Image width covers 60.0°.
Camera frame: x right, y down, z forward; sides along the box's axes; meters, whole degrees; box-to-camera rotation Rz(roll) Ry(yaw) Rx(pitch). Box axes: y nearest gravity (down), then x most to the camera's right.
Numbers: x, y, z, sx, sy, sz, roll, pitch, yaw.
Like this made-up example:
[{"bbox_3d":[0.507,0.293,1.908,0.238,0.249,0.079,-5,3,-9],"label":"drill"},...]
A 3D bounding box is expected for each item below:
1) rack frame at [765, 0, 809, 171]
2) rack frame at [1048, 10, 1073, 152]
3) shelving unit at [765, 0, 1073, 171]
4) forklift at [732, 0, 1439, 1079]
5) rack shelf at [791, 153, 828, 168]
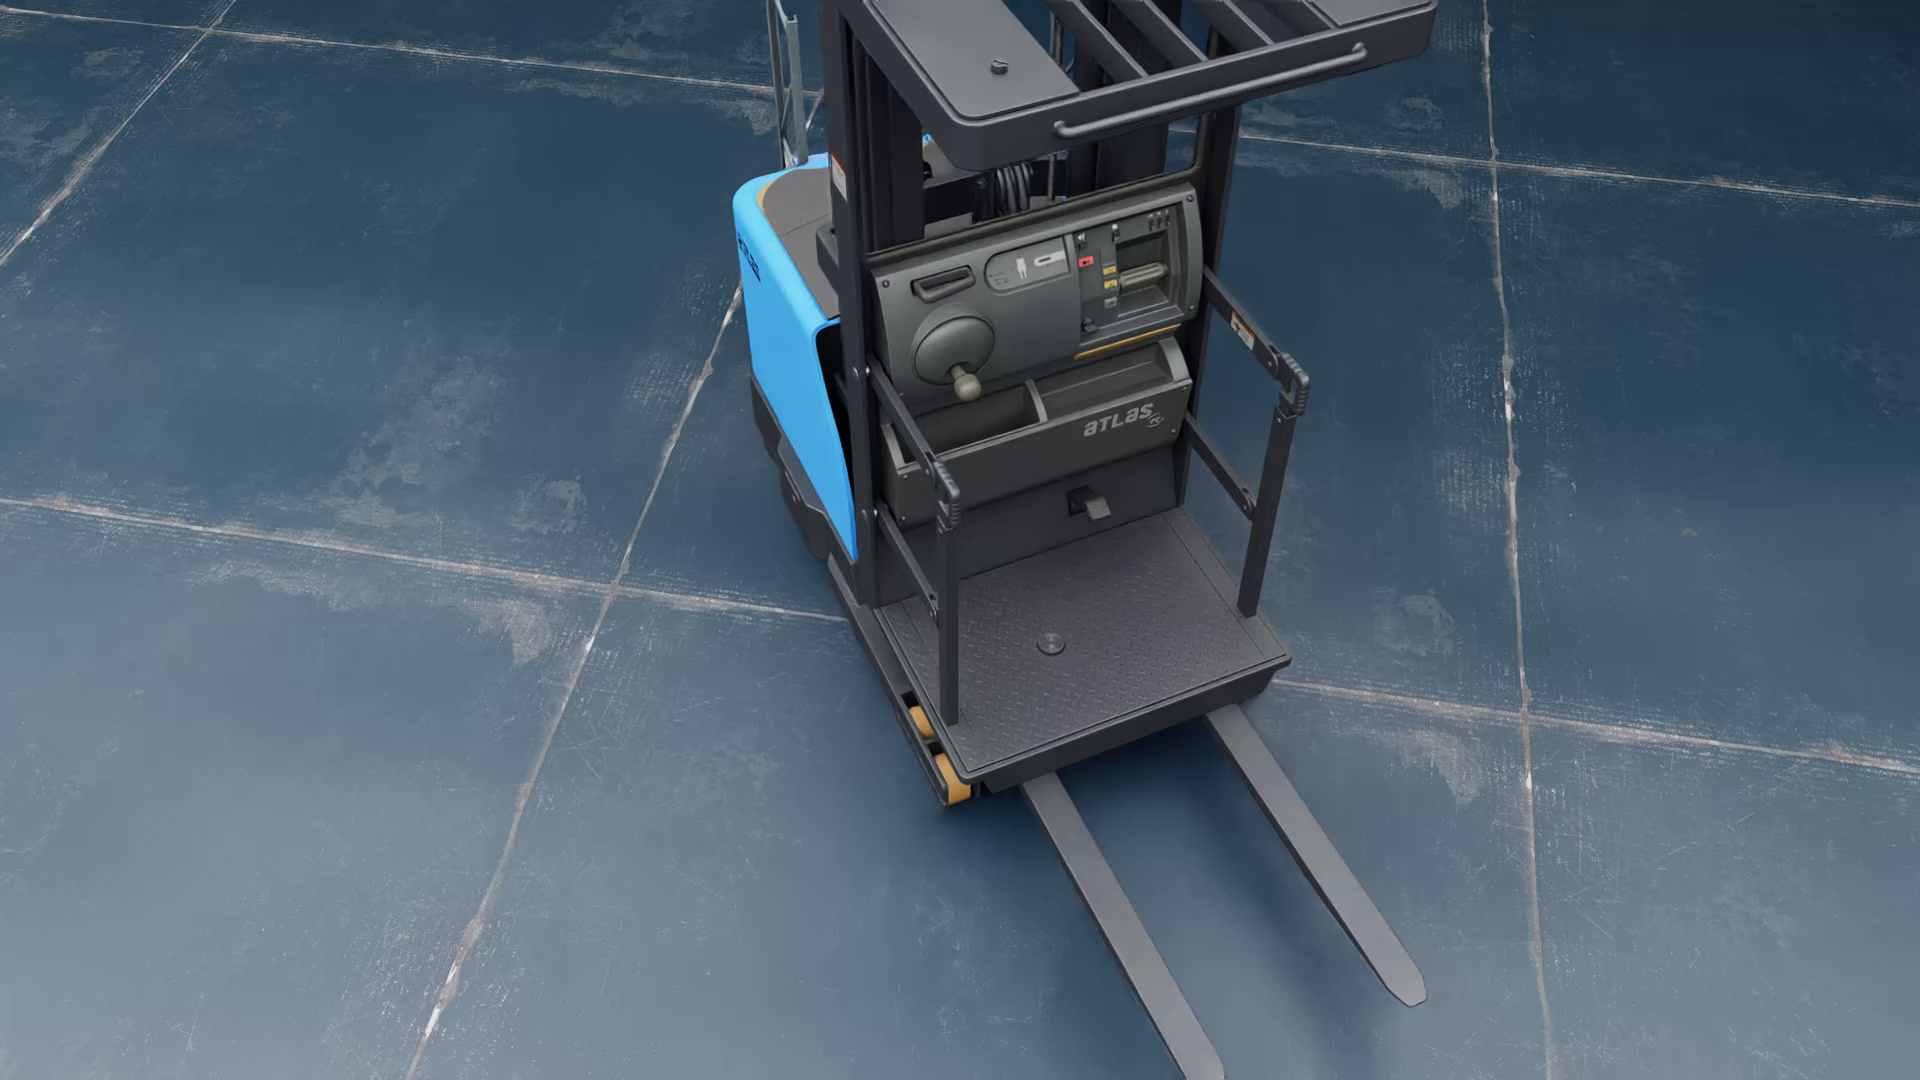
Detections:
[{"bbox_3d":[-0.585,-1.293,5.904,0.032,1.500,0.500,-11,49,-10],"label":"rack frame"},{"bbox_3d":[0.399,-1.483,6.074,0.032,1.500,0.500,-11,49,-10],"label":"rack frame"},{"bbox_3d":[-0.093,-1.388,5.989,1.048,1.500,0.538,-11,49,-10],"label":"shelving unit"},{"bbox_3d":[0.312,-0.553,4.277,1.130,2.935,3.031,-18,51,-16],"label":"forklift"},{"bbox_3d":[-0.093,-1.268,6.123,1.000,0.185,0.538,-11,49,-10],"label":"rack shelf"}]
